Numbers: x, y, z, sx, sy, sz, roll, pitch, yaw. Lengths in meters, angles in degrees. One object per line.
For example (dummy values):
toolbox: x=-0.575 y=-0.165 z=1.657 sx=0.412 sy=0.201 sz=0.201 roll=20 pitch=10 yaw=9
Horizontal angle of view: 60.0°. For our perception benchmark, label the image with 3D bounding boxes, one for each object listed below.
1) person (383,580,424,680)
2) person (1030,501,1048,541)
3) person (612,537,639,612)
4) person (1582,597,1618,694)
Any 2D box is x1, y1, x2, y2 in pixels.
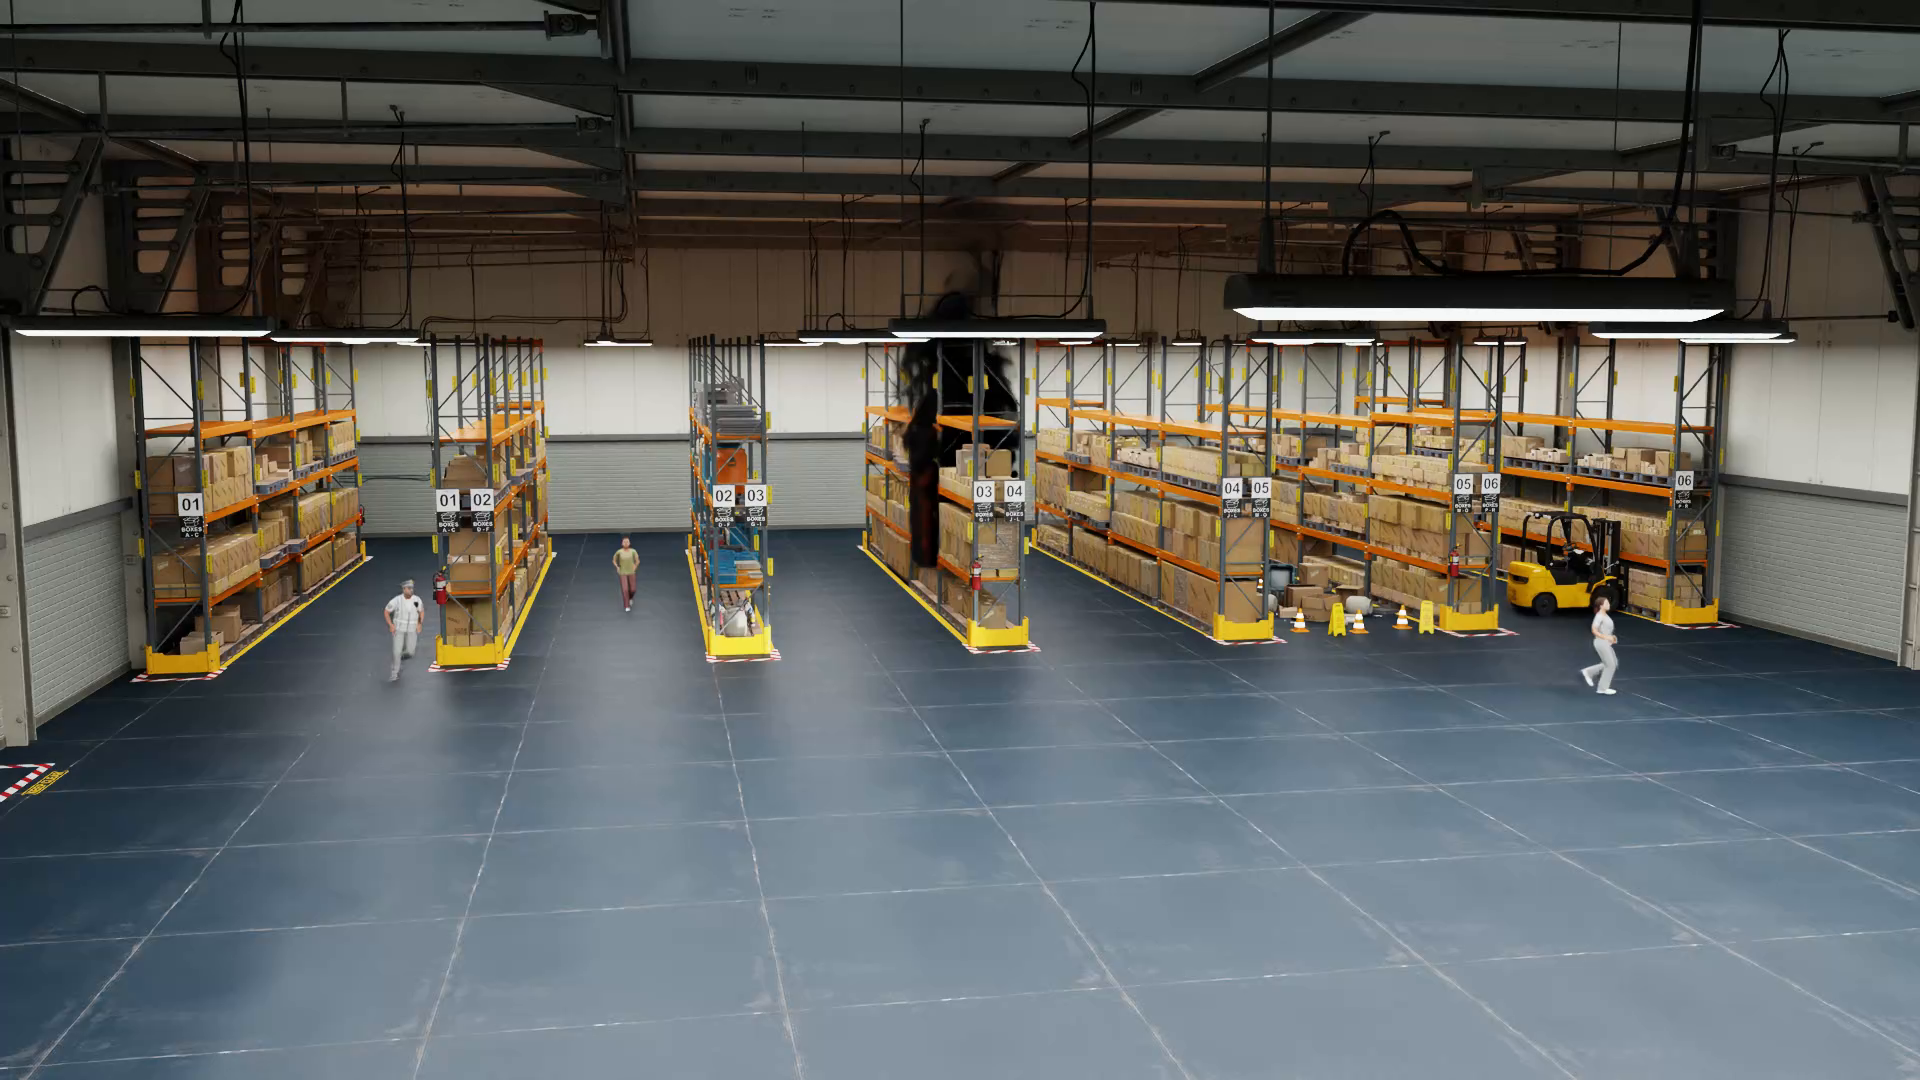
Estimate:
person: x=-9.708 y=1.554 z=29.107 sx=0.707 sy=1.715 sz=0.538 roll=-4 pitch=8 yaw=-33
person: x=2.476 y=-0.772 z=49.772 sx=0.710 sy=1.649 sz=0.617 roll=-2 pitch=7 yaw=-19
person: x=-7.324 y=0.738 z=36.494 sx=0.580 sy=1.619 sz=0.609 roll=-2 pitch=7 yaw=-16
person: x=10.669 y=1.747 z=27.703 sx=0.593 sy=1.618 sz=0.561 roll=5 pitch=8 yaw=35
